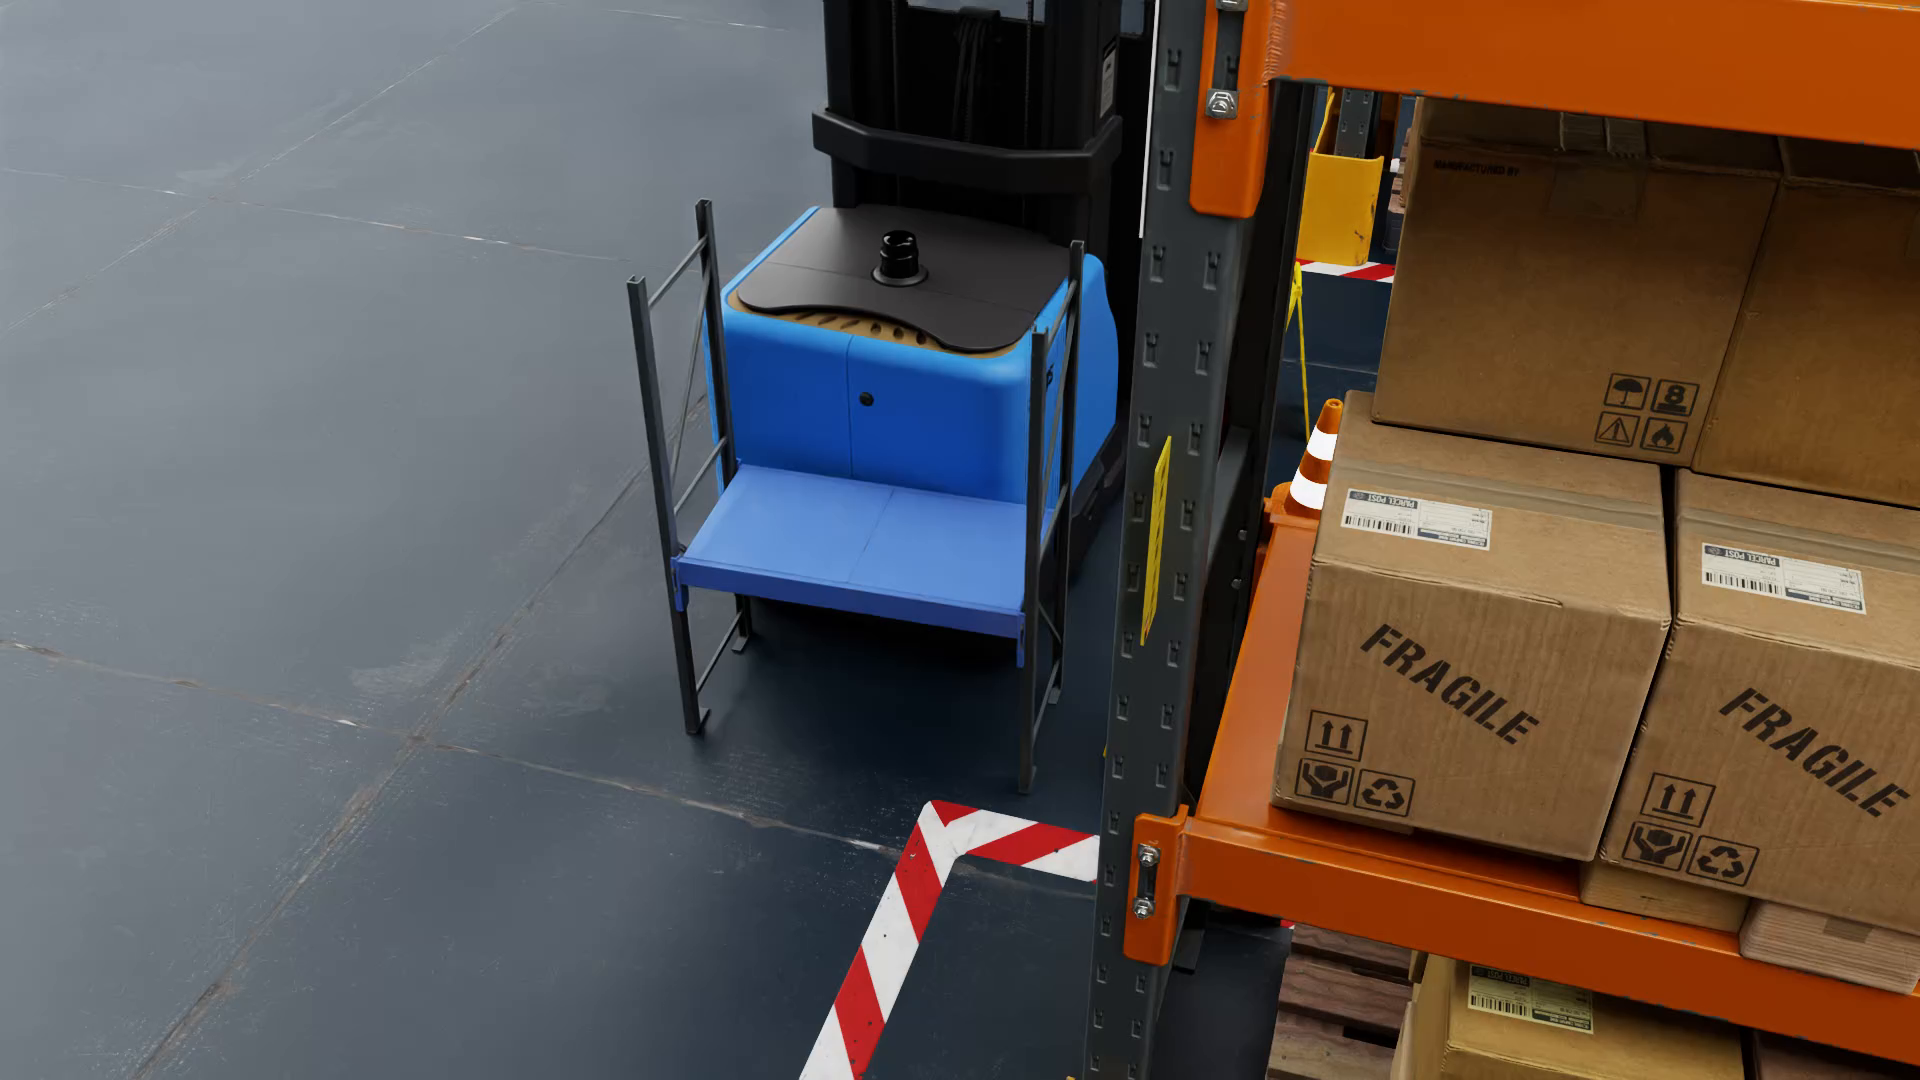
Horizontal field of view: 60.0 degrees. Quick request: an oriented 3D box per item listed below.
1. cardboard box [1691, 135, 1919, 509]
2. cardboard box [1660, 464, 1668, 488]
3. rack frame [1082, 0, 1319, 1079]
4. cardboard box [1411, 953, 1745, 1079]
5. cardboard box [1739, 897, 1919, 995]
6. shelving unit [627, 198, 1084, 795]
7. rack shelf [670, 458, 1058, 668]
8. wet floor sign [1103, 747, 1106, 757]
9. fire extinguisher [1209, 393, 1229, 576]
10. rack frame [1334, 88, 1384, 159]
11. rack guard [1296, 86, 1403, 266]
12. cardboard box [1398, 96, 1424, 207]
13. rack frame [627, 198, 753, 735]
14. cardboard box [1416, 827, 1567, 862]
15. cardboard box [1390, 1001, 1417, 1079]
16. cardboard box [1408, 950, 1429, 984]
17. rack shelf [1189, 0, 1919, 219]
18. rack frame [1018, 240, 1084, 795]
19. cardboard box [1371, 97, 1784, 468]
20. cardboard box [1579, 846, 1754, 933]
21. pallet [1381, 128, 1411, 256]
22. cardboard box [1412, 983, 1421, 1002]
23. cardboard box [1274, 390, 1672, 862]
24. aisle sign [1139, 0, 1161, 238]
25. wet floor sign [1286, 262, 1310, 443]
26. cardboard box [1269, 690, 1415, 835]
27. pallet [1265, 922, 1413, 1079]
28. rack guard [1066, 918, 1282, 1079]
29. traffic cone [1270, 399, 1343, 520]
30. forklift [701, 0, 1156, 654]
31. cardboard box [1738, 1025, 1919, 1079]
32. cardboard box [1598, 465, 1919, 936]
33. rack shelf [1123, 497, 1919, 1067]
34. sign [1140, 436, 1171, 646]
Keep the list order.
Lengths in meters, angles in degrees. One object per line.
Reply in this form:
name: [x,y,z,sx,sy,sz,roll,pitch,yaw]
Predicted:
cardboard box: [1.488,-0.457,2.661,0.500,0.500,0.700,11,38,14]
cardboard box: [1.055,-0.174,3.121,0.500,0.500,0.500,10,37,13]
rack frame: [0.454,0.046,3.157,0.127,3.000,1.000,10,38,14]
cardboard box: [1.165,0.985,3.214,0.500,0.500,0.500,9,37,12]
cardboard box: [1.420,0.524,2.719,0.250,0.149,0.380,11,38,15]
shelving unit: [-0.250,-0.095,4.613,1.048,1.500,0.538,9,37,11]
rack shelf: [-0.250,0.050,4.720,1.000,0.185,0.538,9,37,11]
wet floor sign: [0.592,0.355,4.724,0.232,0.644,0.267,24,43,29]
fire extinguisher: [0.483,-0.204,3.562,0.183,0.674,0.296,10,38,14]
rack frame: [1.834,-2.773,6.987,0.127,3.000,1.000,10,38,14]
rack guard: [1.811,-1.770,7.734,0.348,0.500,1.175,10,38,14]
cardboard box: [2.501,-2.004,7.380,0.875,0.875,0.875,11,38,14]
rack frame: [-0.742,-0.169,4.714,0.032,1.500,0.500,9,37,11]
cardboard box: [0.962,0.361,2.942,0.250,0.149,0.380,11,38,15]
cardboard box: [1.142,1.283,3.442,0.500,0.250,0.500,10,38,14]
cardboard box: [1.297,0.676,3.634,0.500,0.500,0.500,11,38,14]
rack shelf: [2.363,-0.519,2.001,4.000,0.370,1.077,10,38,14]
rack frame: [0.243,-0.020,4.512,0.032,1.500,0.500,9,37,11]
cardboard box: [1.007,-0.550,2.788,0.500,0.500,0.700,10,37,13]
cardboard box: [1.191,0.453,2.815,0.250,0.149,0.380,9,37,12]
pallet: [2.620,-1.553,7.682,1.213,0.211,1.003,10,38,14]
cardboard box: [1.329,0.979,3.855,0.500,0.250,0.500,10,38,14]
cardboard box: [0.824,0.126,2.713,0.500,0.500,0.500,10,38,13]
aisle sign: [0.303,-0.837,2.163,0.004,0.787,0.394,10,38,14]
wet floor sign: [1.216,-0.710,6.170,0.232,0.644,0.267,4,37,6]
cardboard box: [0.717,0.324,2.991,0.250,0.149,0.380,11,38,14]
pallet: [1.292,1.346,3.744,1.213,0.211,1.003,10,38,14]
rack guard: [0.527,1.066,3.880,0.348,0.500,1.175,10,38,14]
traffic cone: [1.256,-0.275,5.733,0.334,0.463,0.336,10,38,14]
forklift: [0.231,-1.698,5.584,1.130,2.935,3.031,13,38,17]
cardboard box: [1.665,1.075,3.092,0.500,0.500,0.500,9,37,12]
cardboard box: [1.319,0.216,2.591,0.500,0.500,0.500,12,38,15]
rack shelf: [2.363,0.689,2.890,4.000,0.370,1.077,10,38,14]
sign: [0.293,0.004,2.484,0.005,0.325,0.100,10,38,14]
